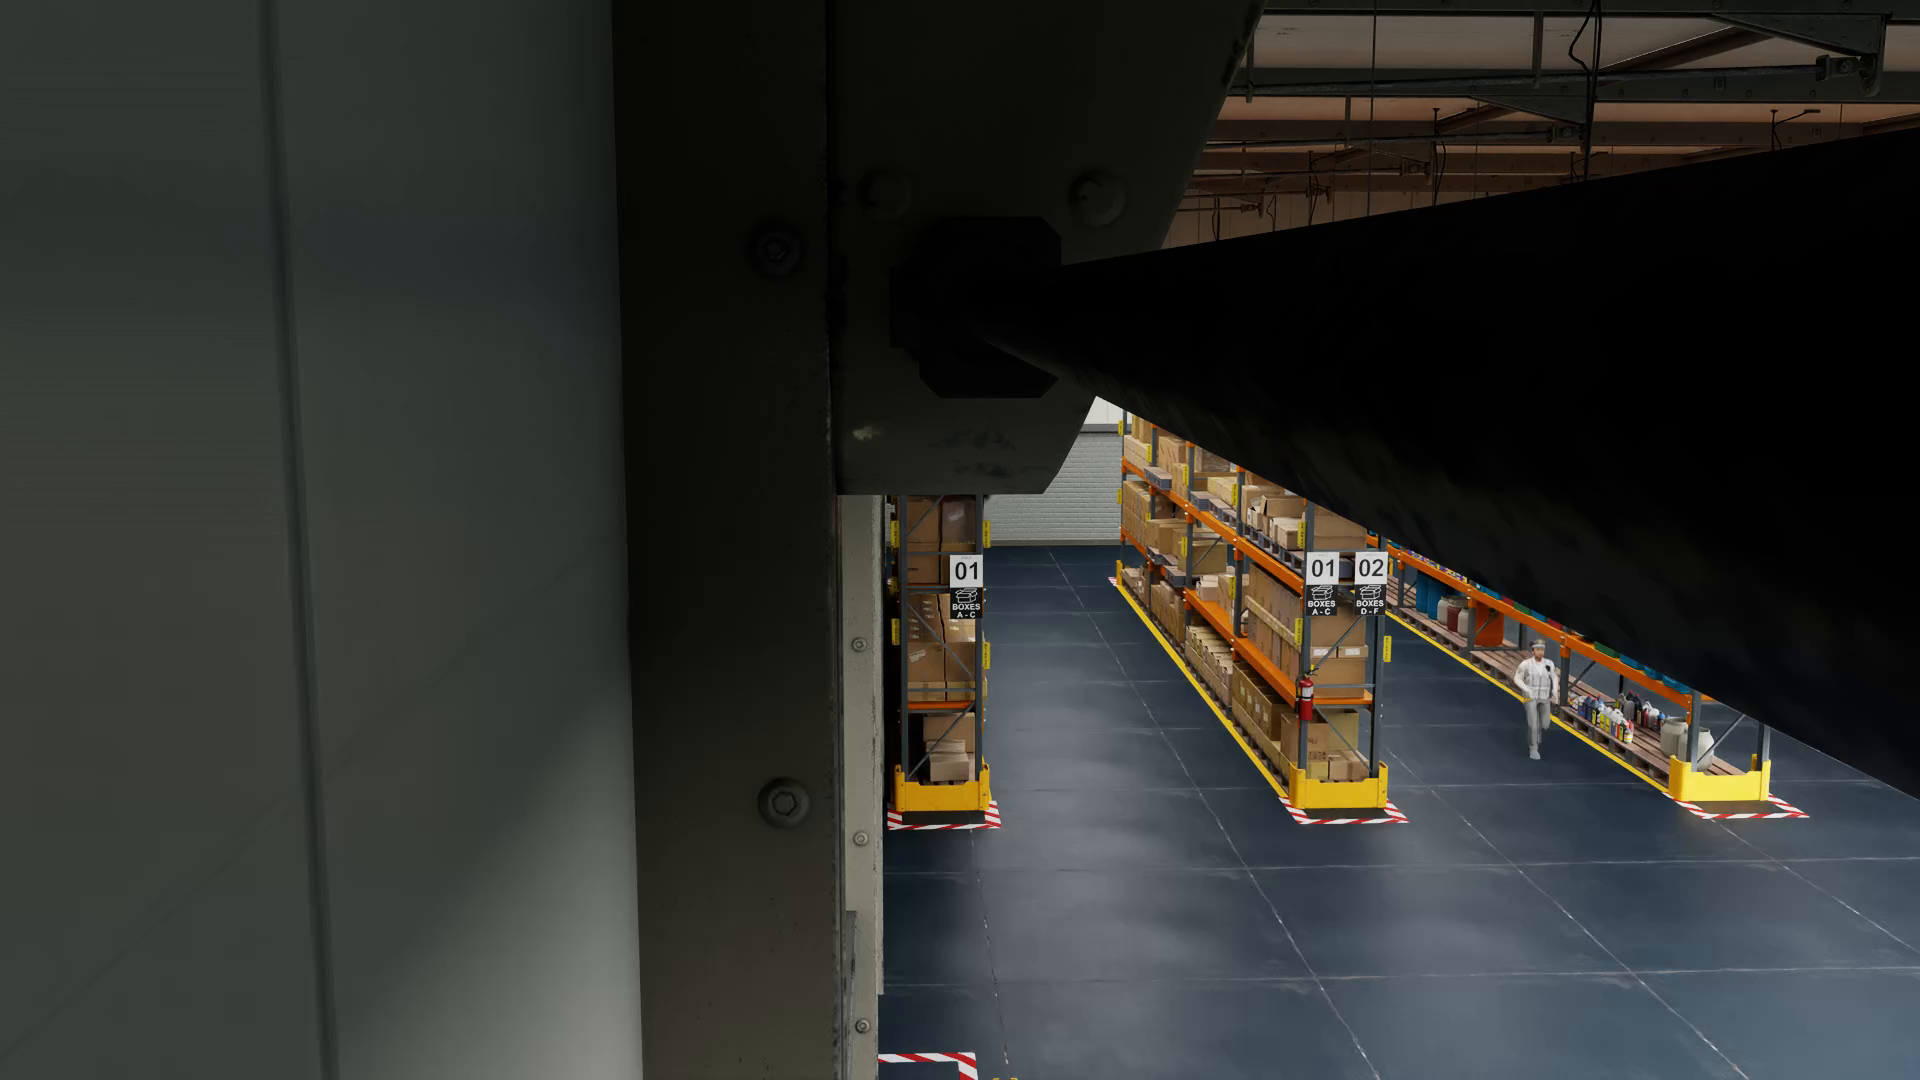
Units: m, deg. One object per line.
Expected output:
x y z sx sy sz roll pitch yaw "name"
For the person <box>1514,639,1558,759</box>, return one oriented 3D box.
7.924 2.172 22.849 0.616 1.655 0.530 1 8 4 "person"
